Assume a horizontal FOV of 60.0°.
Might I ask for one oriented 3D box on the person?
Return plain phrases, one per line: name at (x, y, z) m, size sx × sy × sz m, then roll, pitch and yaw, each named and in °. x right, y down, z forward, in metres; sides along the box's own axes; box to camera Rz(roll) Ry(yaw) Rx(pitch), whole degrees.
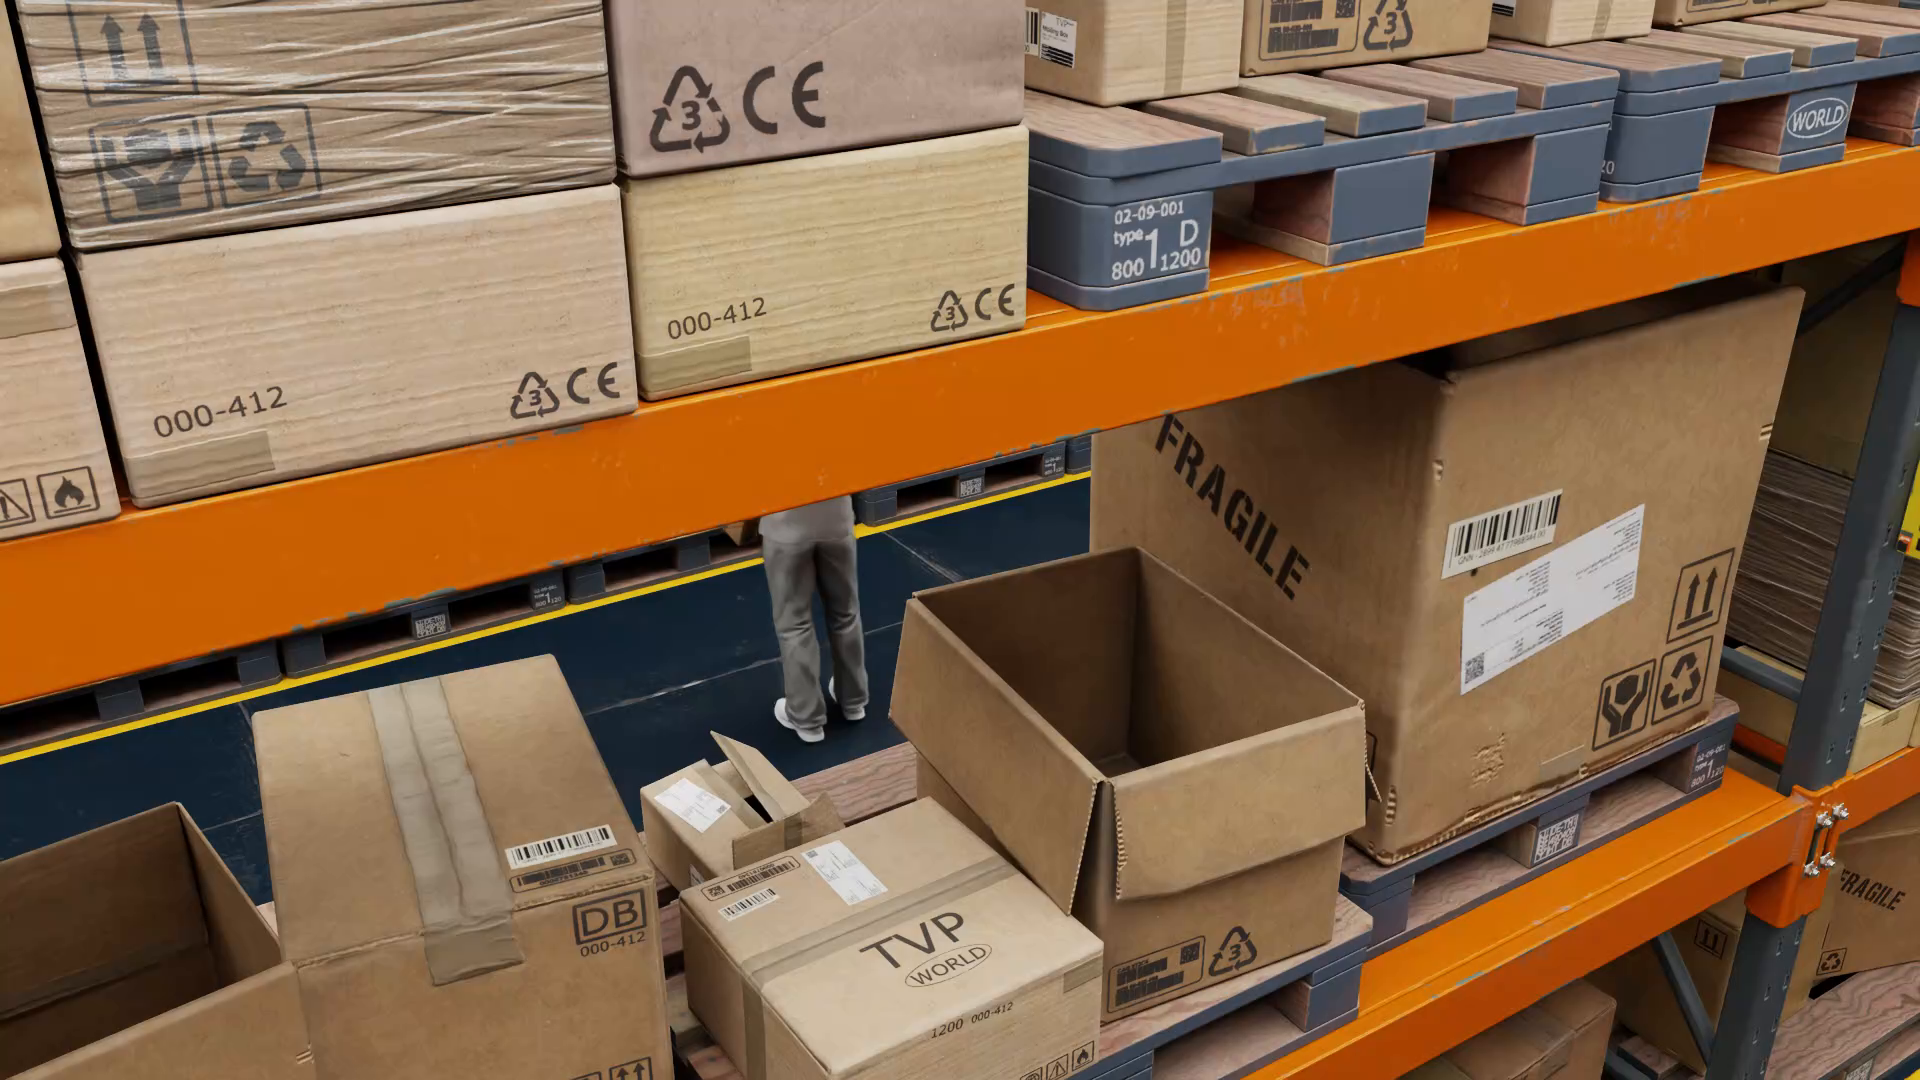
person at (-0.575, -0.030, 6.167) m, size 0.475 × 1.675 × 0.522 m, roll -10°, pitch 27°, yaw -20°
